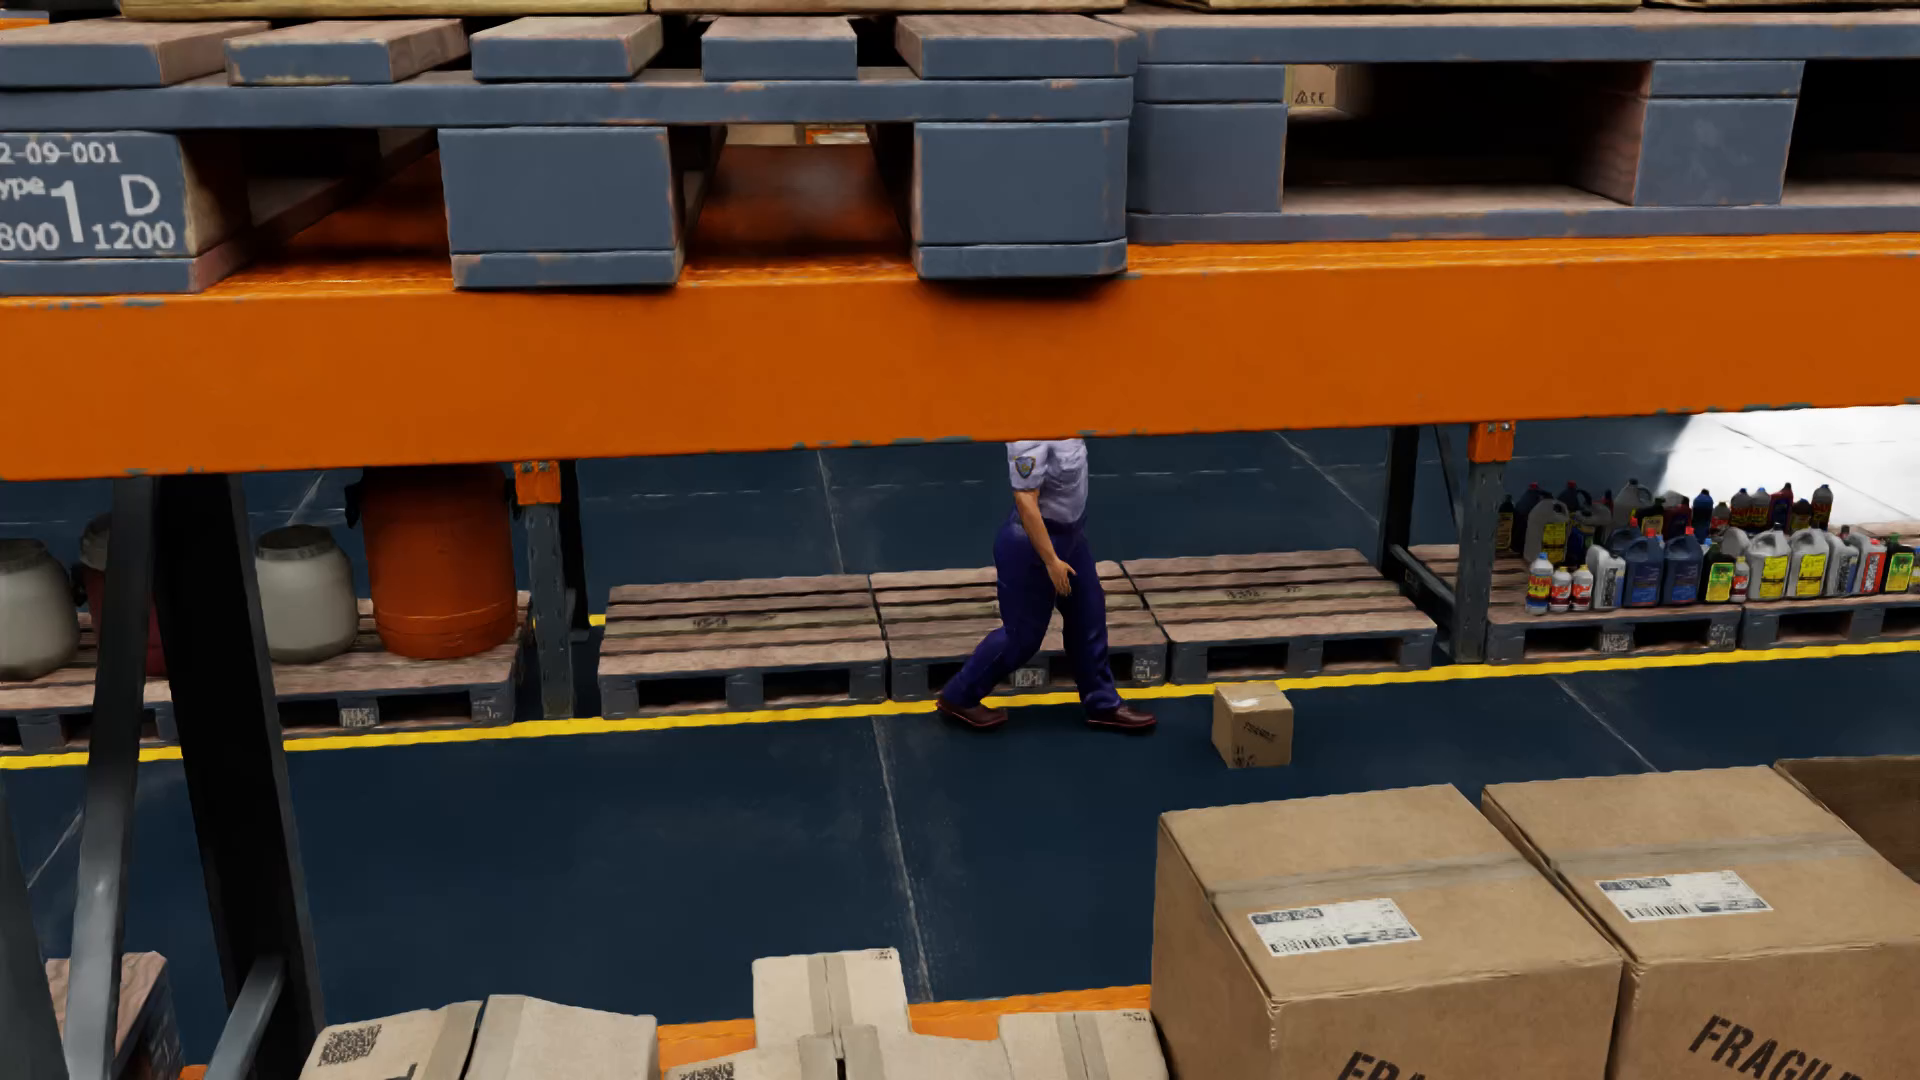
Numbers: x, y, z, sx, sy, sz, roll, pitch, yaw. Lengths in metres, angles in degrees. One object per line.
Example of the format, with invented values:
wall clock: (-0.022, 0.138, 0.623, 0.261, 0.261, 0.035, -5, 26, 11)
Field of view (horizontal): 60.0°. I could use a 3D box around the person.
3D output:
person: (0.353, 0.023, 6.567, 0.885, 1.595, 0.497, 6, 21, 16)
